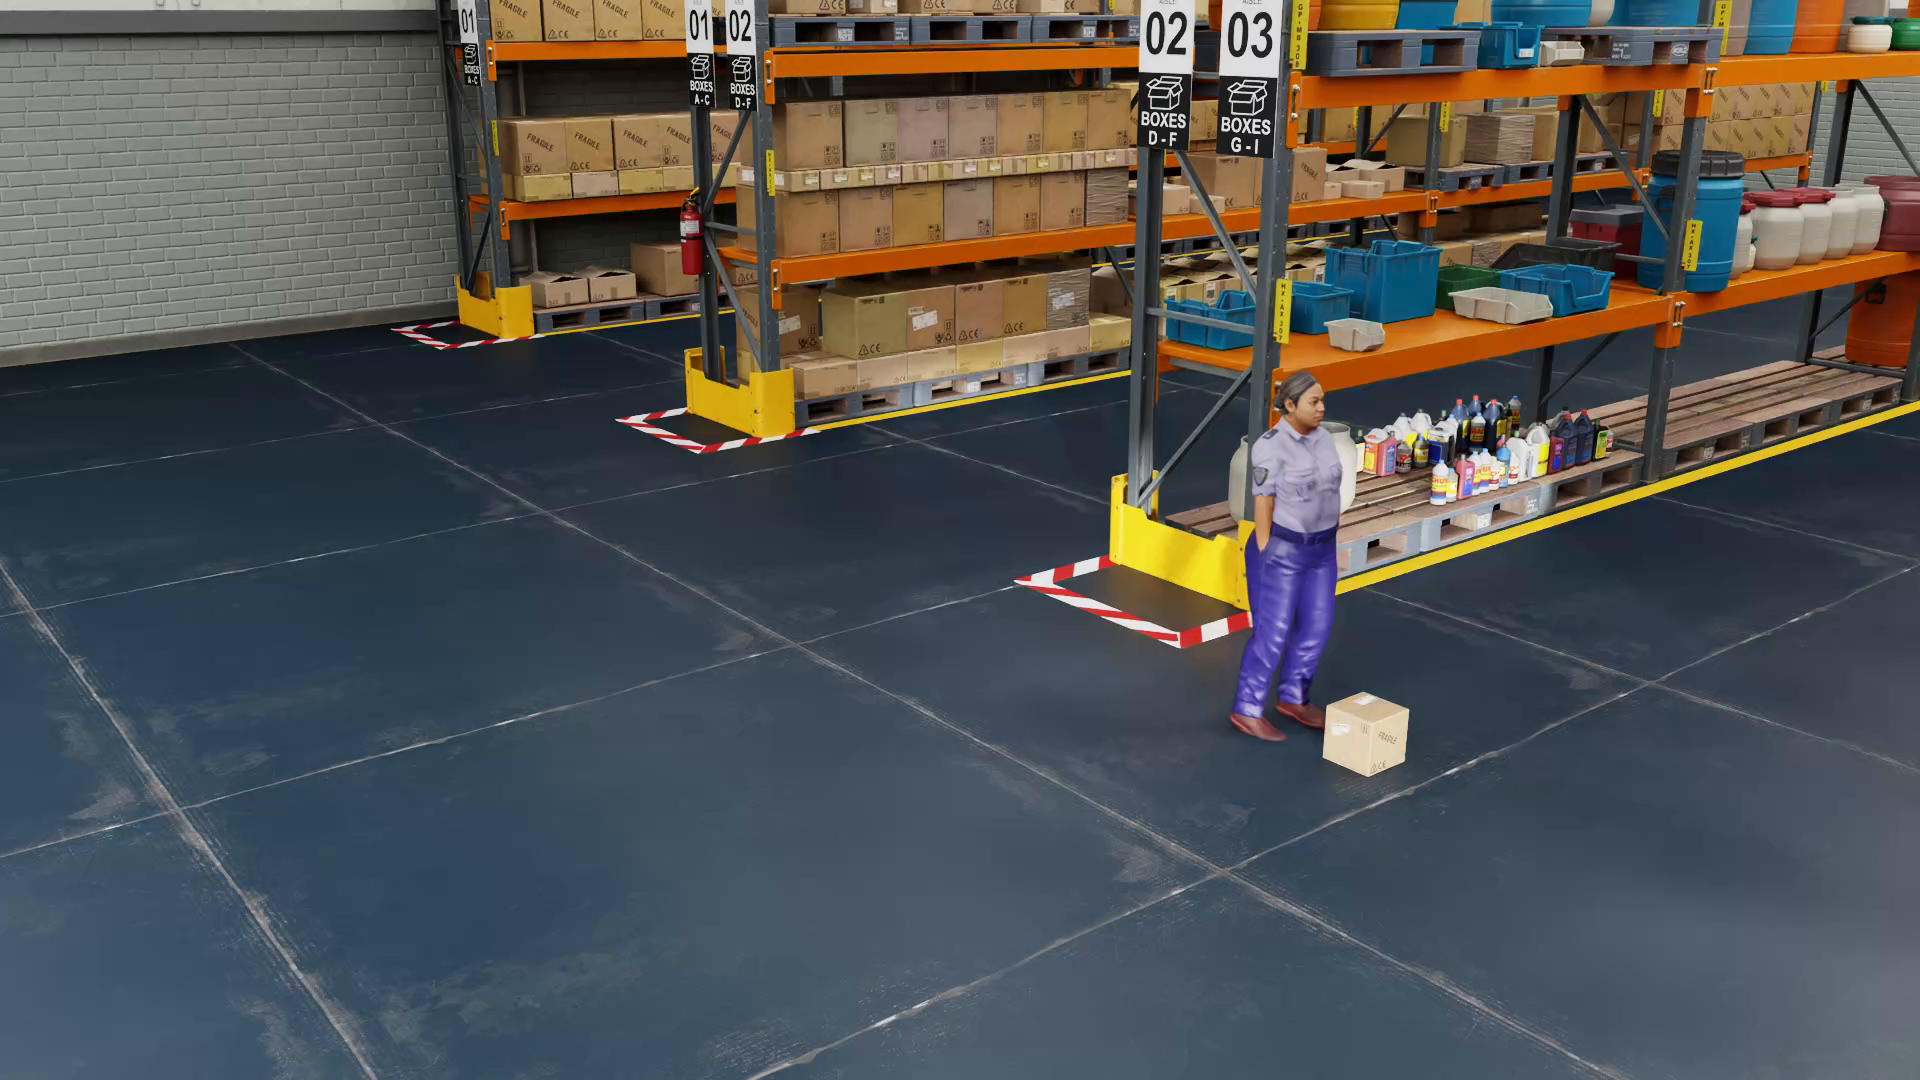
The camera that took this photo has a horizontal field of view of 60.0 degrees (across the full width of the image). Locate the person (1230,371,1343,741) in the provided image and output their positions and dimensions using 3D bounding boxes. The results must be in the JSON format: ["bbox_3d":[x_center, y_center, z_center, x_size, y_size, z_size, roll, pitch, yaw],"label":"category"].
[{"bbox_3d":[1.493,0.082,7.390,0.467,1.651,0.342,-13,22,-35],"label":"person"}]
